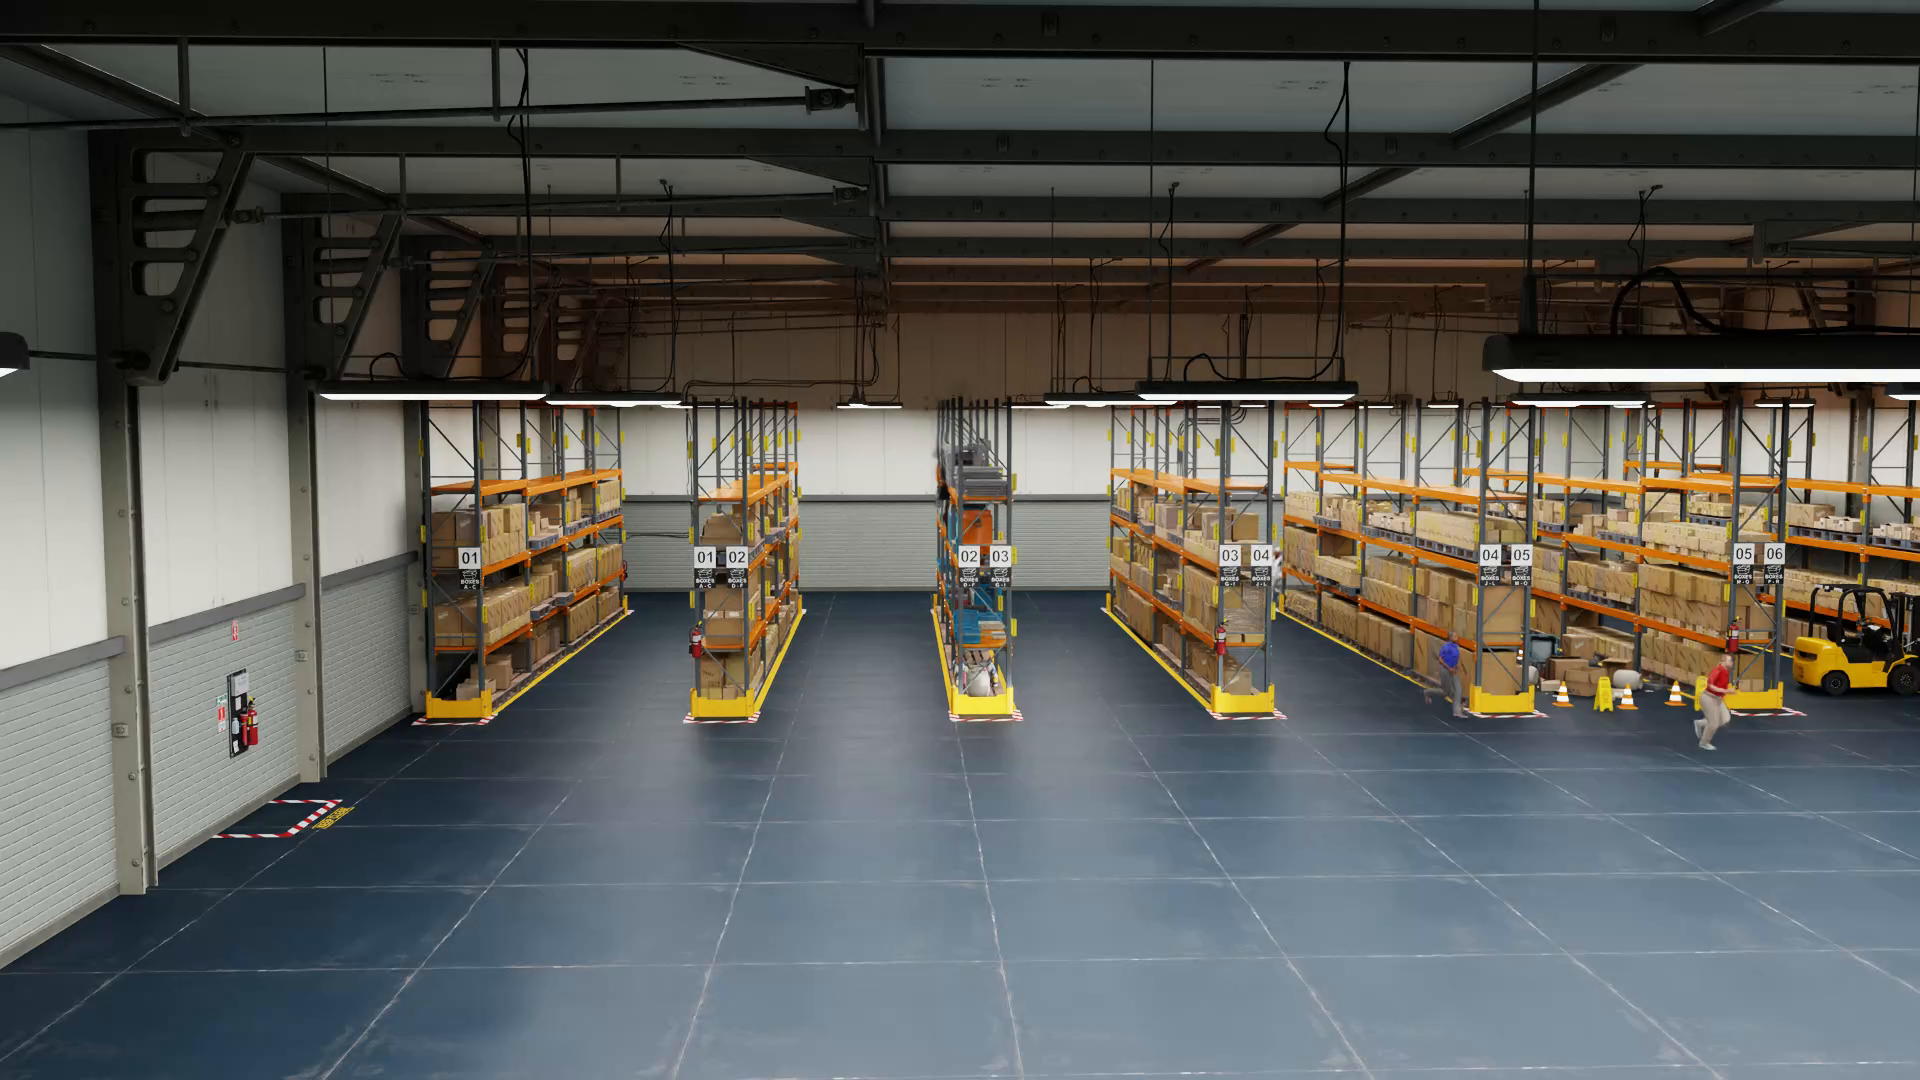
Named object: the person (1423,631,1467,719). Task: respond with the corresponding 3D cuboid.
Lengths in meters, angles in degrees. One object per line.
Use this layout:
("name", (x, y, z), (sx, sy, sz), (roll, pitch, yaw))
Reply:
("person", (9.192, 2.517, 31.291), (0.581, 1.620, 0.884), (-4, 6, -44))

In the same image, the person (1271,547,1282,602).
("person", (9.315, 1.082, 48.949), (0.846, 1.749, 0.731), (-2, 5, -29))

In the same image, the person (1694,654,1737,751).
("person", (12.783, 2.742, 28.095), (0.644, 1.671, 0.706), (-4, 6, -42))
